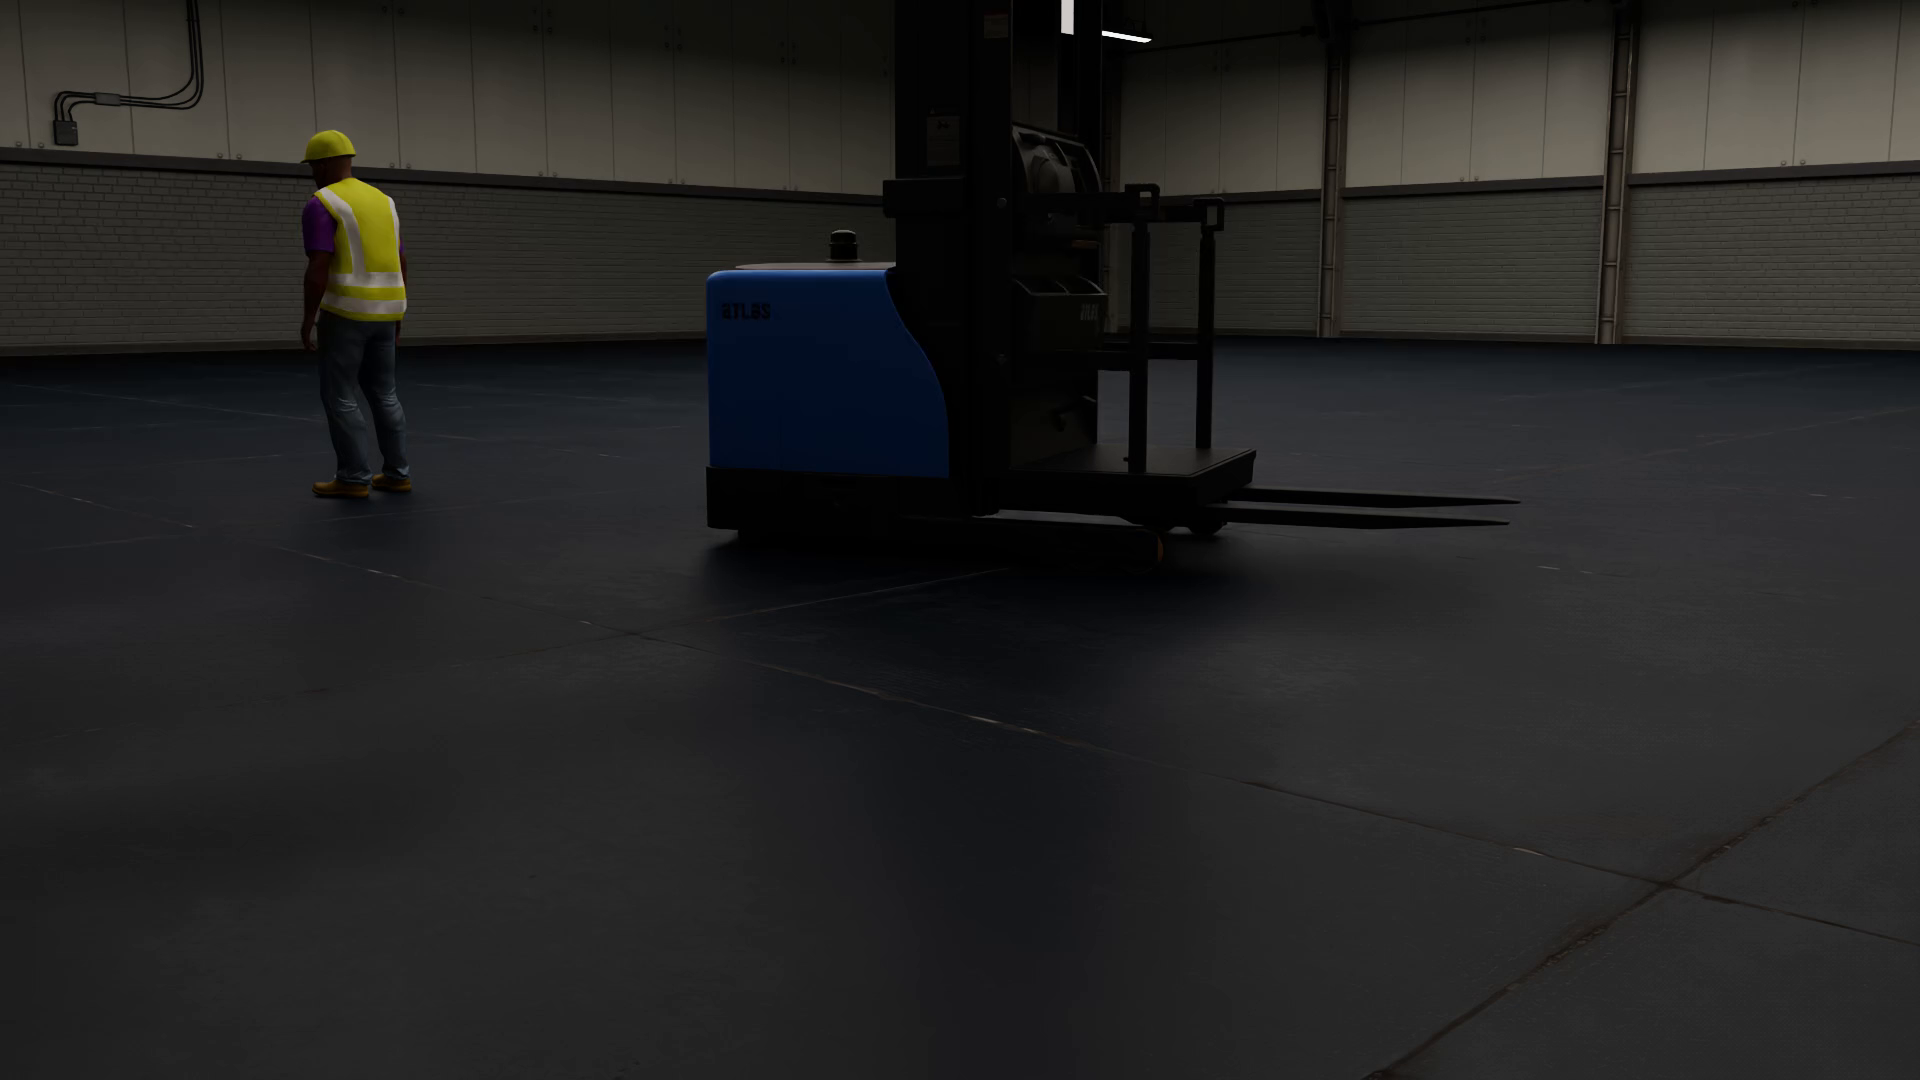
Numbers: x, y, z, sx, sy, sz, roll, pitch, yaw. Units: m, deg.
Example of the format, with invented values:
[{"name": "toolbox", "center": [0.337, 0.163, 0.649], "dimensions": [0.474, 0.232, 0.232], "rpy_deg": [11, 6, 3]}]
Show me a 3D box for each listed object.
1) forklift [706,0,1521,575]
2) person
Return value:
[{"name": "forklift", "center": [0.565, -1.416, 6.275], "dimensions": [3.031, 2.935, 1.130], "rpy_deg": [3, 9, 22]}, {"name": "person", "center": [-2.957, -1.096, 8.102], "dimensions": [0.461, 1.759, 0.631], "rpy_deg": [4, 9, 25]}]
